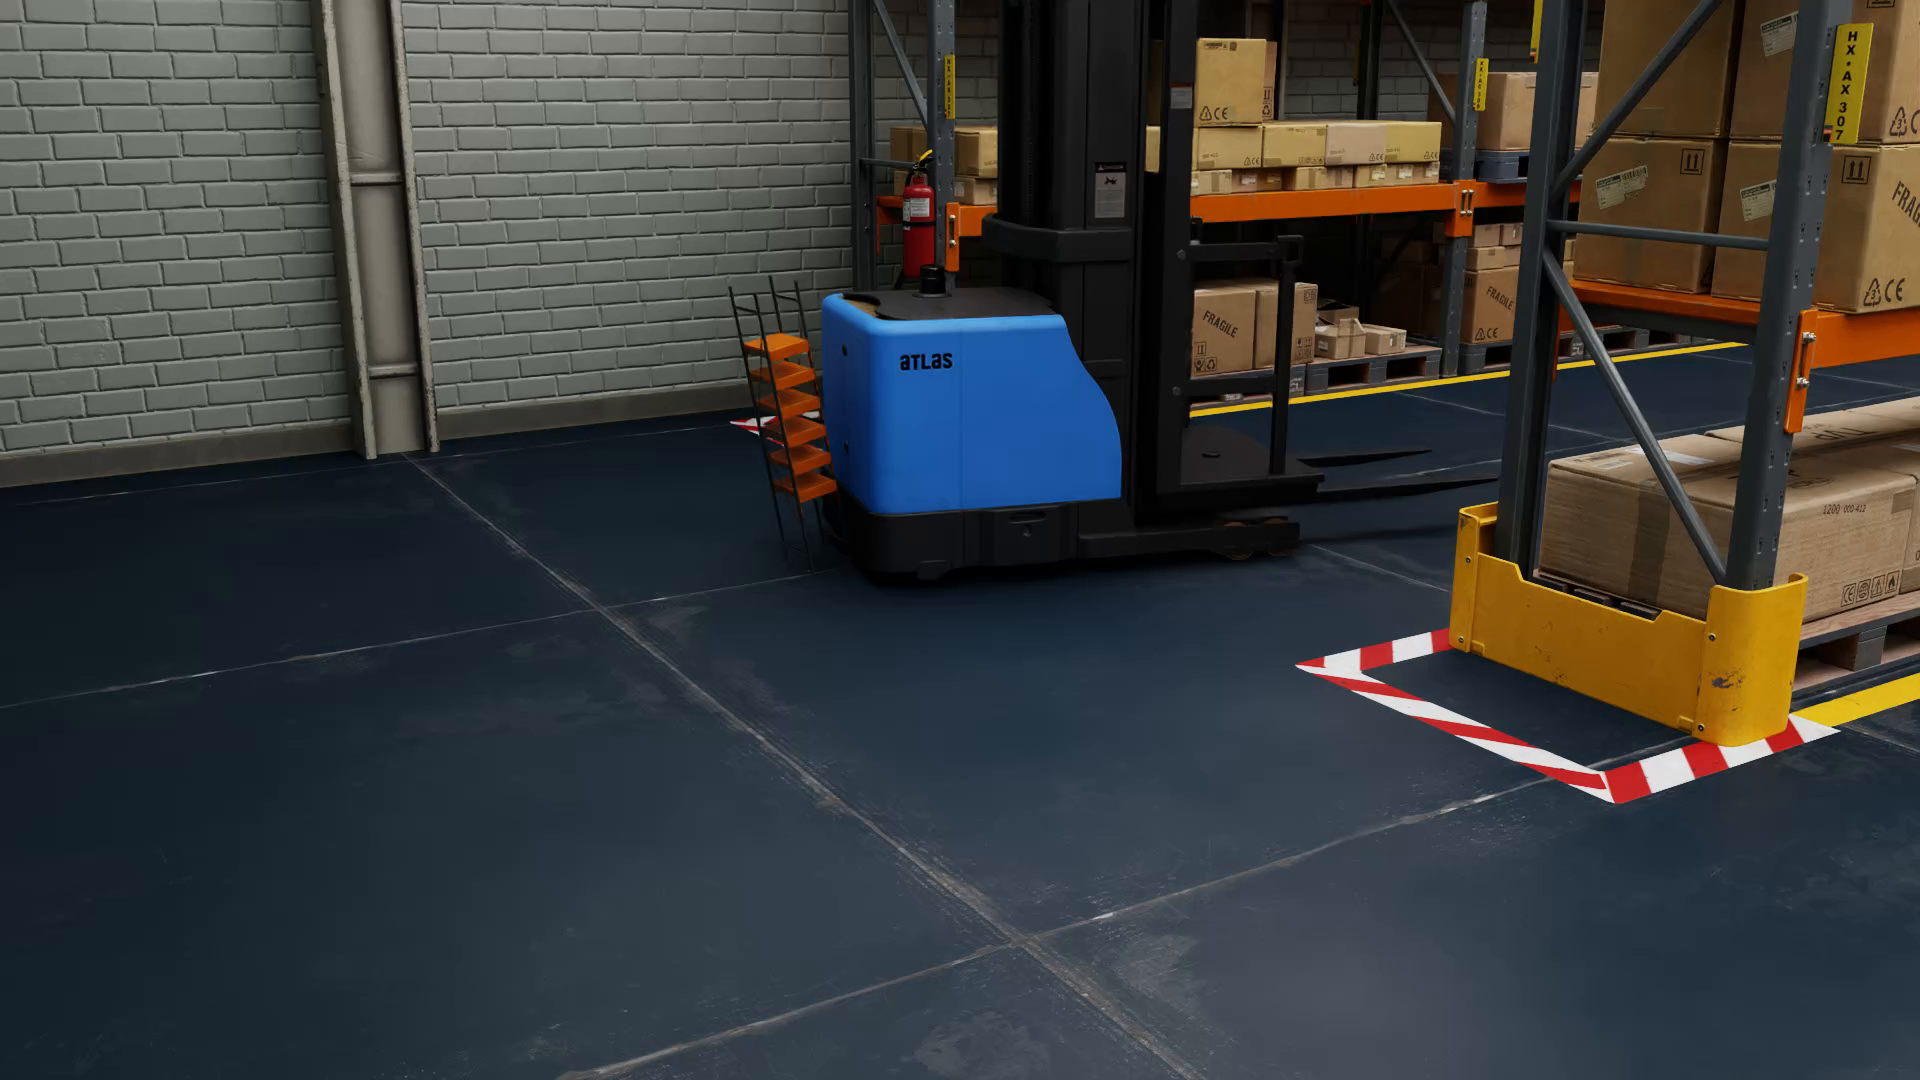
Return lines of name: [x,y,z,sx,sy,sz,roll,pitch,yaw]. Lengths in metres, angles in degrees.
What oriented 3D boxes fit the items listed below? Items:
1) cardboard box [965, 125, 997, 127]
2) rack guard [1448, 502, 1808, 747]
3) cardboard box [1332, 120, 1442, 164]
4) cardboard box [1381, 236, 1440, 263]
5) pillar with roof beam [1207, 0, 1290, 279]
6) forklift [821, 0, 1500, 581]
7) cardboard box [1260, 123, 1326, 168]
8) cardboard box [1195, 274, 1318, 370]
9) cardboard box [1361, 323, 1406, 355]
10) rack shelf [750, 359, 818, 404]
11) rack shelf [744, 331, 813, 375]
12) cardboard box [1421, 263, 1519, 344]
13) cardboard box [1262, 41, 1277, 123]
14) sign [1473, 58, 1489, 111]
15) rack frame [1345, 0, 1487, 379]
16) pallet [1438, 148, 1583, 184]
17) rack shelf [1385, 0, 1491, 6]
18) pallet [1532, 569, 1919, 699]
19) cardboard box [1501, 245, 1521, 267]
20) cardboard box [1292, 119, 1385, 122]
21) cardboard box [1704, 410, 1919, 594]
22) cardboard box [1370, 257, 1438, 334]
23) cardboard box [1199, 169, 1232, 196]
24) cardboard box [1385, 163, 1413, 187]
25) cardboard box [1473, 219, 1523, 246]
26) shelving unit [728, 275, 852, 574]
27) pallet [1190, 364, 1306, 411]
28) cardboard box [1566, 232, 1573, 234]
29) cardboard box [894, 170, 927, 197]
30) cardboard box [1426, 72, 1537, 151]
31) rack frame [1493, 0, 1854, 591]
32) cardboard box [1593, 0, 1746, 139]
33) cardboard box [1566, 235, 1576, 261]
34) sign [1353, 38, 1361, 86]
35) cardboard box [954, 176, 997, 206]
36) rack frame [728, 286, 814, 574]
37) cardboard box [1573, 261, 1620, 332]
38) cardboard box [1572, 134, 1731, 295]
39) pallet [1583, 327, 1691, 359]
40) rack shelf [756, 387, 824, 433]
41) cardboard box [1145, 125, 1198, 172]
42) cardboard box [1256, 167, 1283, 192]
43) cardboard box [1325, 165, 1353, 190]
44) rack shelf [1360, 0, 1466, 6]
cardboard box: [0.364,-2.377,10.058,0.500,0.250,0.500,-9,18,-30]
rack guard: [2.203,0.246,5.607,0.348,0.500,1.175,-9,18,-30]
cardboard box: [2.782,-2.609,10.886,0.500,0.250,0.500,-9,18,-28]
cardboard box: [3.260,-2.094,11.973,0.250,0.149,0.380,-10,19,-32]
pillar with roof beam: [4.249,-4.669,7.395,0.400,9.000,9.100,-9,18,-30]
forklift: [0.955,-1.453,7.164,3.031,2.935,1.130,-5,16,-16]
cardboard box: [1.926,-2.469,10.389,0.500,0.250,0.500,-9,18,-30]
cardboard box: [1.880,-1.425,10.788,0.500,0.500,0.700,-10,19,-32]
cardboard box: [2.766,-1.349,11.169,0.250,0.149,0.380,-10,18,-31]
rack shelf: [-0.721,-0.645,6.747,0.180,0.103,0.258,-22,24,-28]
rack shelf: [-0.739,-0.755,6.703,0.180,0.103,0.258,-22,24,-28]
cardboard box: [3.623,-1.679,11.694,0.500,0.500,0.500,-8,18,-27]
cardboard box: [1.679,-2.952,10.720,0.500,0.500,0.500,-10,18,-31]
sign: [3.379,-2.957,10.799,0.005,0.325,0.100,-9,18,-30]
rack frame: [3.093,-2.665,11.360,0.127,3.000,1.000,-9,18,-30]
pallet: [3.834,-2.658,11.692,1.213,0.211,1.003,-9,18,-30]
rack shelf: [4.807,-4.041,12.044,4.000,0.370,1.077,-9,18,-30]
pallet: [2.869,0.252,6.119,1.213,0.211,1.003,-9,18,-30]
cardboard box: [3.735,-2.021,11.712,0.250,0.149,0.380,-10,18,-31]
cardboard box: [2.529,-2.730,11.317,0.500,0.250,0.500,-9,18,-30]
cardboard box: [3.518,-0.174,6.441,0.875,0.438,0.875,-9,18,-28]
cardboard box: [3.361,-1.800,12.128,0.500,0.500,0.500,-9,18,-30]
cardboard box: [1.432,-2.179,10.092,0.250,0.149,0.380,-9,18,-28]
cardboard box: [2.737,-2.400,10.880,0.250,0.149,0.380,-9,18,-28]
cardboard box: [3.735,-2.155,11.639,0.250,0.149,0.380,-10,19,-32]
shelving unit: [-0.691,-0.465,6.818,0.189,1.200,0.258,-22,24,-28]
pallet: [1.457,-1.056,10.787,1.213,0.211,1.003,-9,18,-30]
cardboard box: [4.580,-2.312,12.751,0.250,0.149,0.380,-10,19,-32]
cardboard box: [-0.190,-2.096,9.796,0.250,0.149,0.380,-9,18,-30]
cardboard box: [3.623,-2.931,11.345,0.500,0.500,0.700,-9,18,-28]
rack frame: [2.224,-0.961,5.281,0.127,3.000,1.000,-9,18,-30]
cardboard box: [2.514,-1.613,5.568,0.500,0.500,0.500,-9,18,-28]
cardboard box: [4.410,-2.126,12.089,0.250,0.149,0.380,-9,18,-30]
sign: [2.804,-3.350,11.660,0.005,0.325,0.100,-9,18,-30]
cardboard box: [0.087,-1.970,9.347,0.250,0.149,0.380,-9,18,-30]
rack frame: [-0.766,-0.436,6.775,0.006,1.200,0.240,-22,24,-28]
cardboard box: [4.505,-1.823,12.211,0.500,0.500,0.500,-10,18,-31]
cardboard box: [2.501,-1.138,5.725,0.500,0.500,0.500,-9,18,-29]
pallet: [4.817,-1.615,12.779,1.213,0.211,1.003,-9,18,-30]
rack shelf: [-0.702,-0.535,6.790,0.180,0.103,0.258,-22,24,-28]
cardboard box: [1.057,-2.322,9.863,0.500,0.250,0.500,-10,18,-31]
cardboard box: [1.805,-2.276,10.438,0.250,0.149,0.380,-9,18,-29]
cardboard box: [2.288,-2.328,10.623,0.250,0.149,0.380,-9,18,-28]
rack shelf: [1.378,-3.485,10.060,4.000,0.370,1.077,-9,18,-30]
